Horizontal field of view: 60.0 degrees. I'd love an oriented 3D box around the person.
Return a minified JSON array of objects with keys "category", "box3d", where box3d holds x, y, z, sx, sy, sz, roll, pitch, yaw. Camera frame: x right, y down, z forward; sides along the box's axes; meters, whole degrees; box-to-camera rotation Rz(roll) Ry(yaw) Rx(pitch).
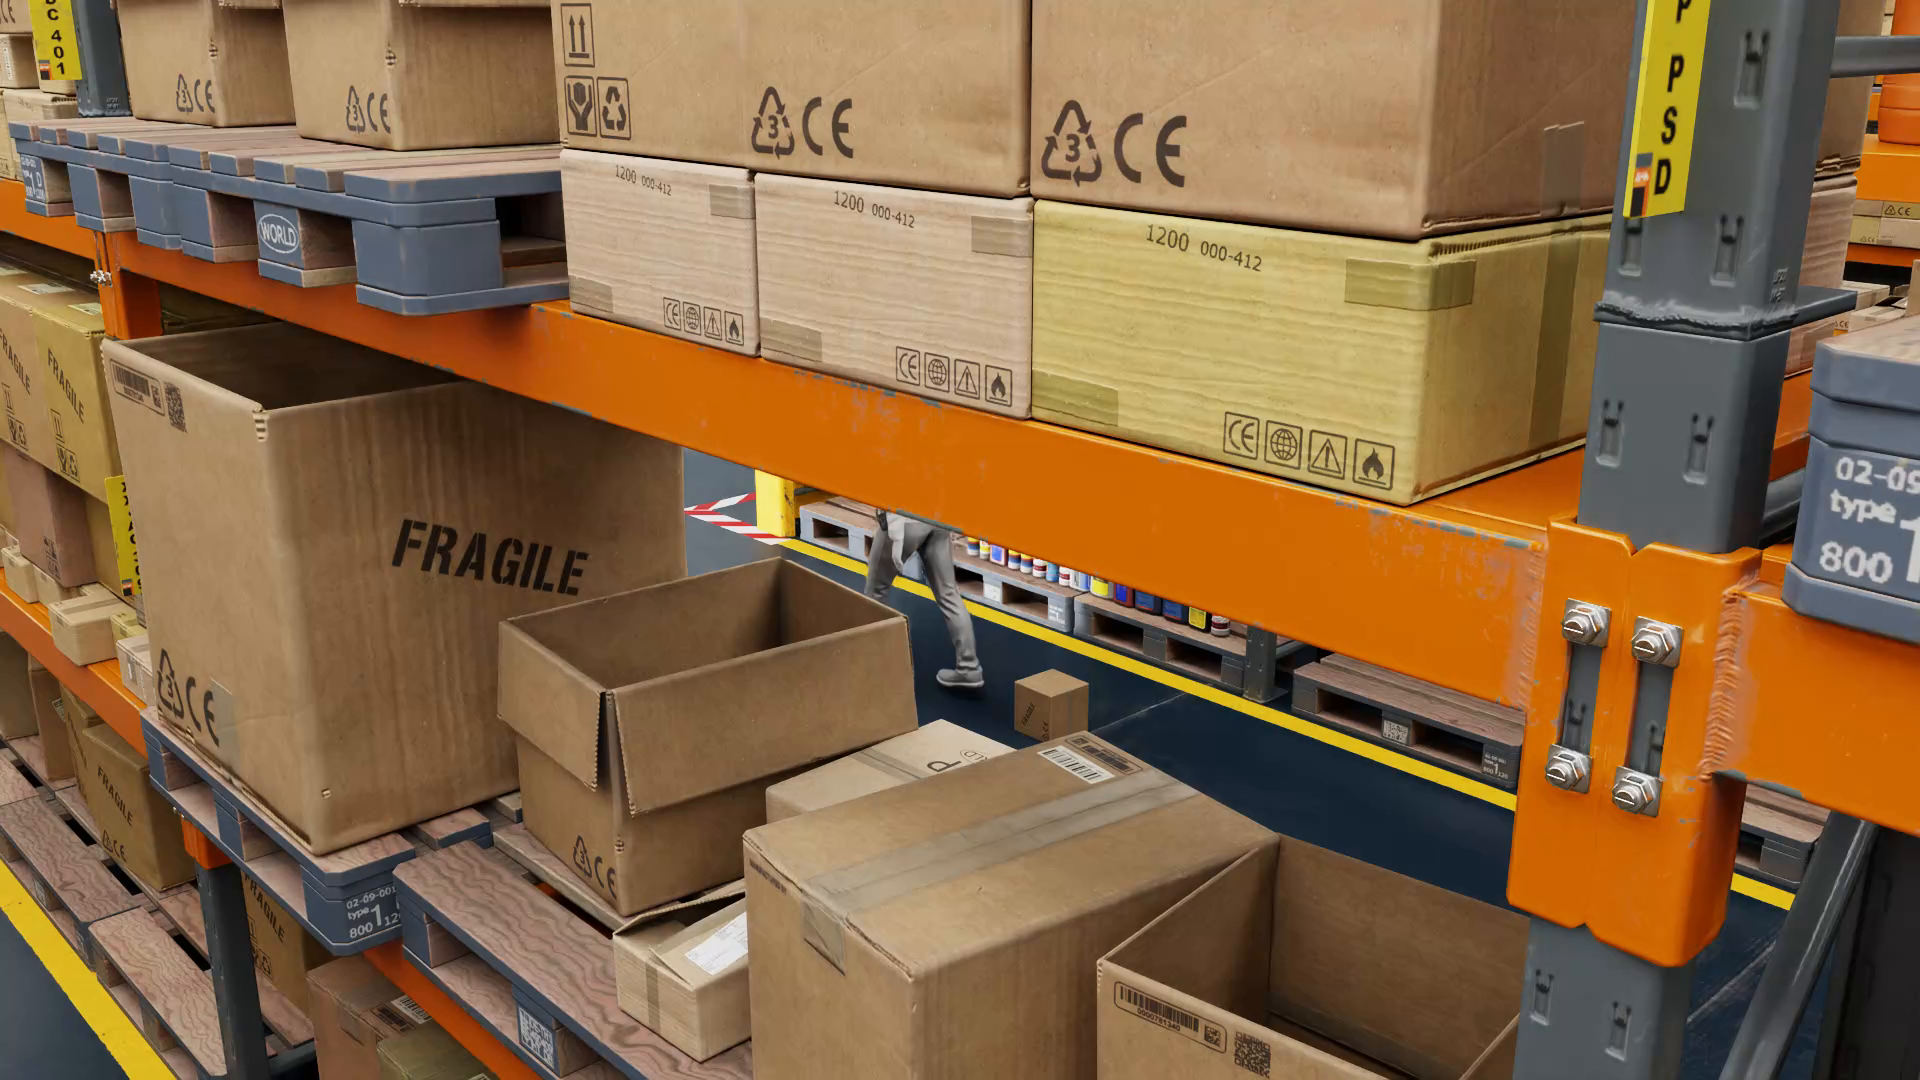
[{"category":"person","box3d":[-0.259,-0.105,8.338,0.515,1.610,1.009,-17,24,-42]}]
